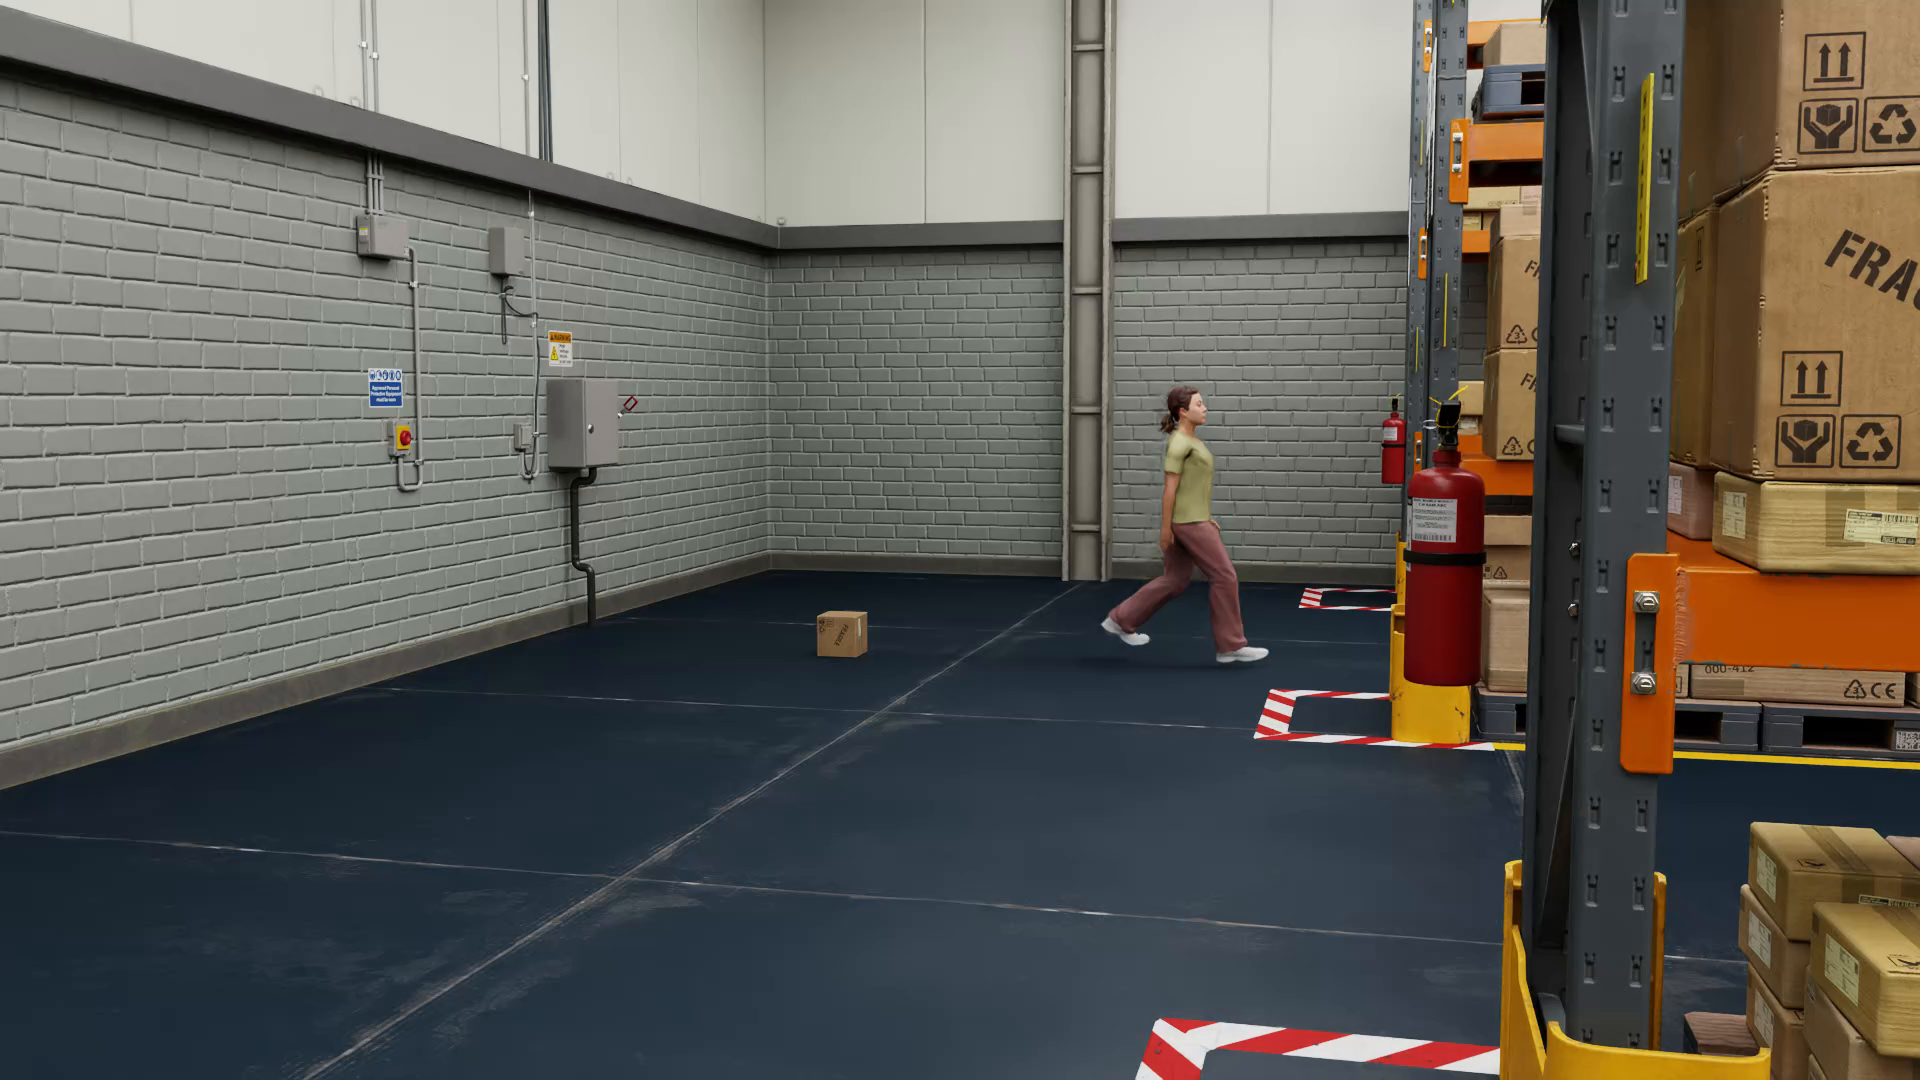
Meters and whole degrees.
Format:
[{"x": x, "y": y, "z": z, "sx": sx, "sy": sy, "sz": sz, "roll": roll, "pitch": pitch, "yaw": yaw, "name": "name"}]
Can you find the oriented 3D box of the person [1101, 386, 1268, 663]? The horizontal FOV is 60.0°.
[{"x": 1.333, "y": -0.099, "z": 9.852, "sx": 0.993, "sy": 1.625, "sz": 0.443, "roll": 1, "pitch": 5, "yaw": 9, "name": "person"}]
